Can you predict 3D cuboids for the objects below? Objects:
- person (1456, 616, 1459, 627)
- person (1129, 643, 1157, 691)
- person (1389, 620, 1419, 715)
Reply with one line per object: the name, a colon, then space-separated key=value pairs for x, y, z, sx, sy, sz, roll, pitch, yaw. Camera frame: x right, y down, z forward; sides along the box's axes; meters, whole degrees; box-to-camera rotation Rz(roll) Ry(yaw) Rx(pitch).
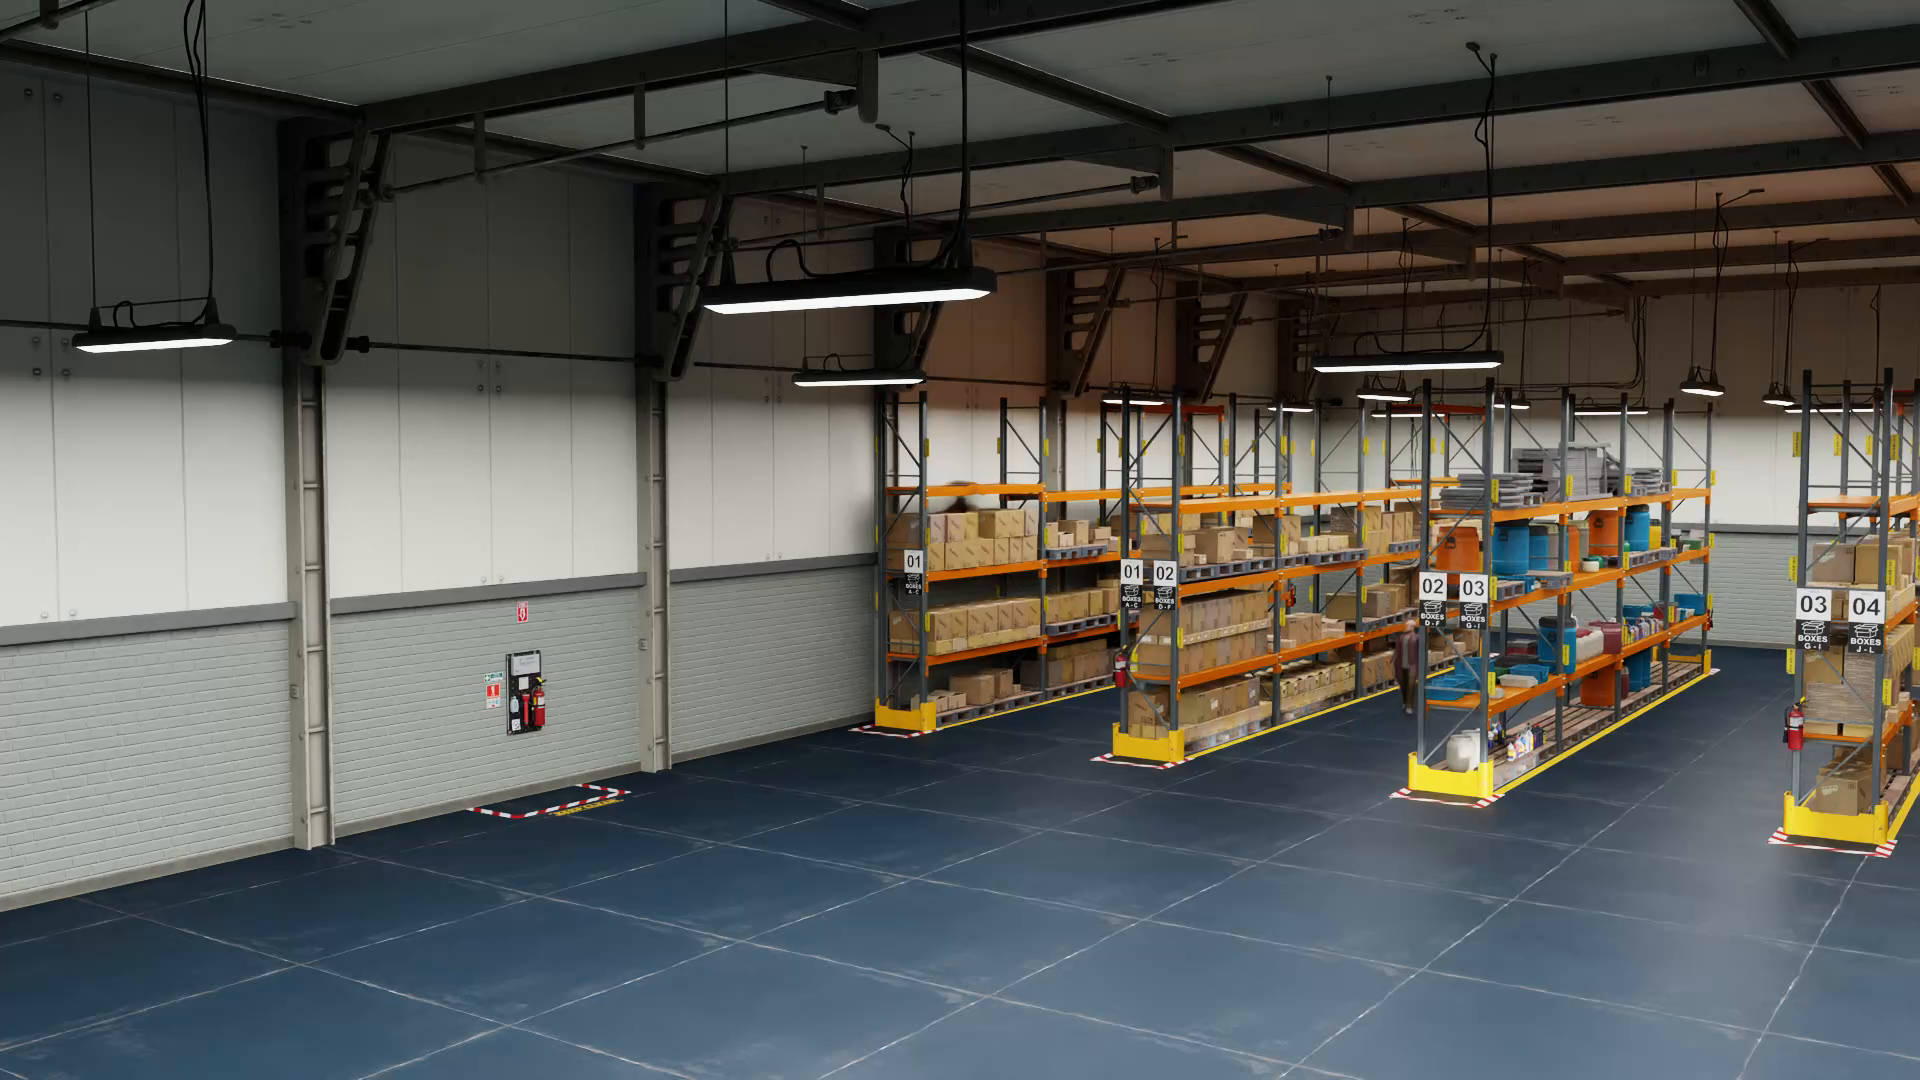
person: x=12.988 y=1.744 z=42.843 sx=0.591 sy=1.783 sz=0.492 roll=1 pitch=3 yaw=14
person: x=3.256 y=2.459 z=30.369 sx=0.725 sy=1.711 sz=1.054 roll=2 pitch=4 yaw=34
person: x=8.410 y=2.370 z=31.249 sx=0.684 sy=1.718 sz=1.078 roll=2 pitch=4 yaw=27
